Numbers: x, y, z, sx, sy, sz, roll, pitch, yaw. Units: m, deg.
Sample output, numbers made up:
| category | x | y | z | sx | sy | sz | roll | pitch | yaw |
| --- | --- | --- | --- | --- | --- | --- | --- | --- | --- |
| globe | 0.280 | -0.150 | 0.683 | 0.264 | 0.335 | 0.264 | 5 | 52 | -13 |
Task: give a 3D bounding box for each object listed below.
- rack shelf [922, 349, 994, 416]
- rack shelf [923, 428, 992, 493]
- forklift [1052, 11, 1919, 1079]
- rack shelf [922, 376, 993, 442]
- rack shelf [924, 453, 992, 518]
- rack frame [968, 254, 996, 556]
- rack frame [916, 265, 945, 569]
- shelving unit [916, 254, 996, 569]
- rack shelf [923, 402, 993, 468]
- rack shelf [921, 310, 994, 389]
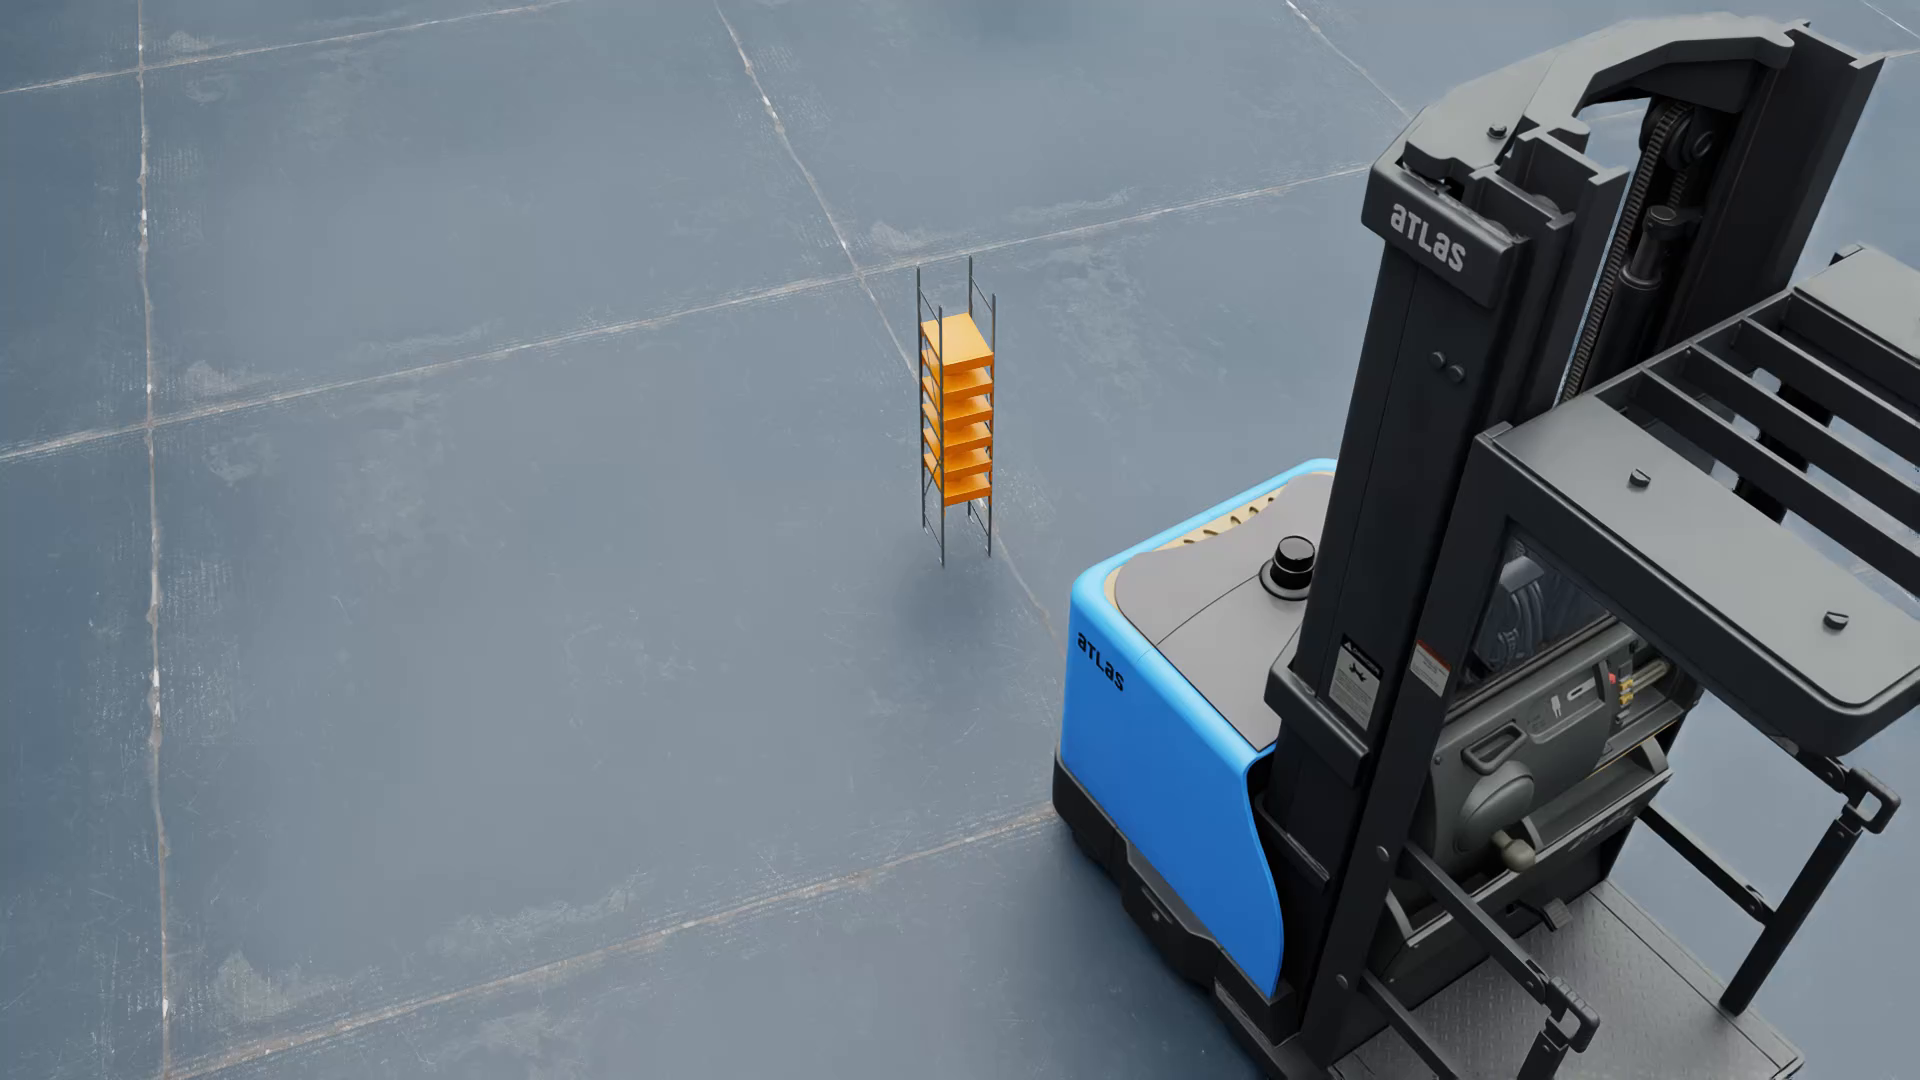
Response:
| category | x | y | z | sx | sy | sz | roll | pitch | yaw |
| --- | --- | --- | --- | --- | --- | --- | --- | --- | --- |
| rack shelf | -0.014 | -0.558 | 5.683 | 0.180 | 0.103 | 0.258 | -14 | 47 | -14 |
| rack shelf | -0.014 | -0.304 | 5.938 | 0.180 | 0.103 | 0.258 | -14 | 47 | -14 |
| forklift | 1.523 | 0.513 | 3.669 | 1.130 | 2.935 | 3.031 | -25 | 50 | -23 |
| rack shelf | -0.014 | -0.473 | 5.768 | 0.180 | 0.103 | 0.258 | -14 | 47 | -14 |
| rack shelf | -0.014 | -0.219 | 6.023 | 0.180 | 0.103 | 0.258 | -14 | 47 | -14 |
| rack frame | 0.072 | -0.442 | 5.843 | 0.006 | 1.200 | 0.240 | -14 | 47 | -14 |
| rack frame | -0.100 | -0.398 | 5.800 | 0.006 | 1.200 | 0.240 | -14 | 47 | -14 |
| shelving unit | -0.014 | -0.420 | 5.822 | 0.189 | 1.200 | 0.258 | -14 | 47 | -14 |
| rack shelf | -0.014 | -0.389 | 5.853 | 0.180 | 0.103 | 0.258 | -14 | 47 | -14 |
| rack shelf | -0.014 | -0.643 | 5.598 | 0.180 | 0.103 | 0.258 | -14 | 47 | -14 |
